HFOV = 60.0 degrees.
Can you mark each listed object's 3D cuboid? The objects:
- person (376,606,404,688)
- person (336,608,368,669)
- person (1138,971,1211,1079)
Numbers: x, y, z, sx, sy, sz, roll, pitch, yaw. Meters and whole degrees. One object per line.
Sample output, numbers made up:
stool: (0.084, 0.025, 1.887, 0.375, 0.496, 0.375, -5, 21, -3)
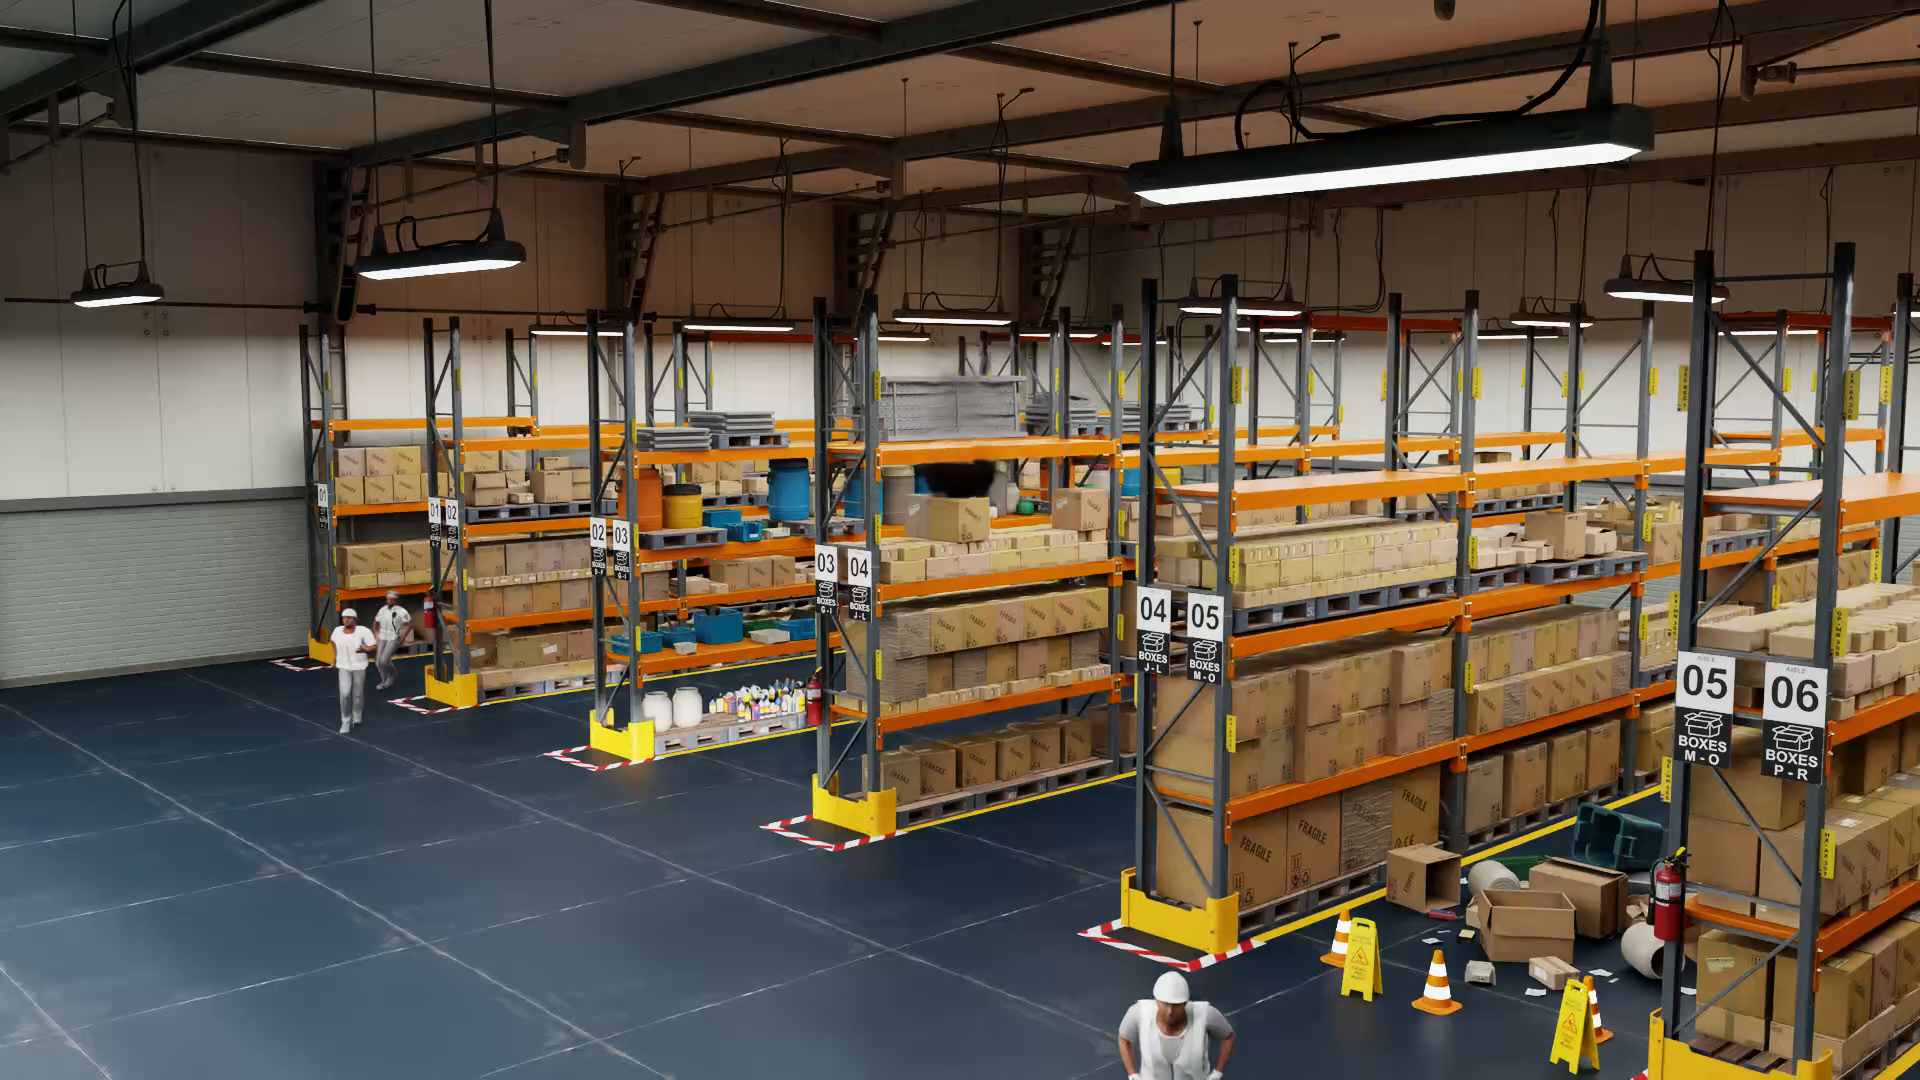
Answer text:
person: (-9.324, 1.751, 27.059, 0.505, 1.388, 0.539, 2, 6, 16)
person: (-8.762, 1.410, 23.933, 0.438, 0.873, 0.371, -1, 6, -12)
person: (1.293, 3.328, 10.032, 0.441, 1.725, 1.000, 1, 6, 8)
